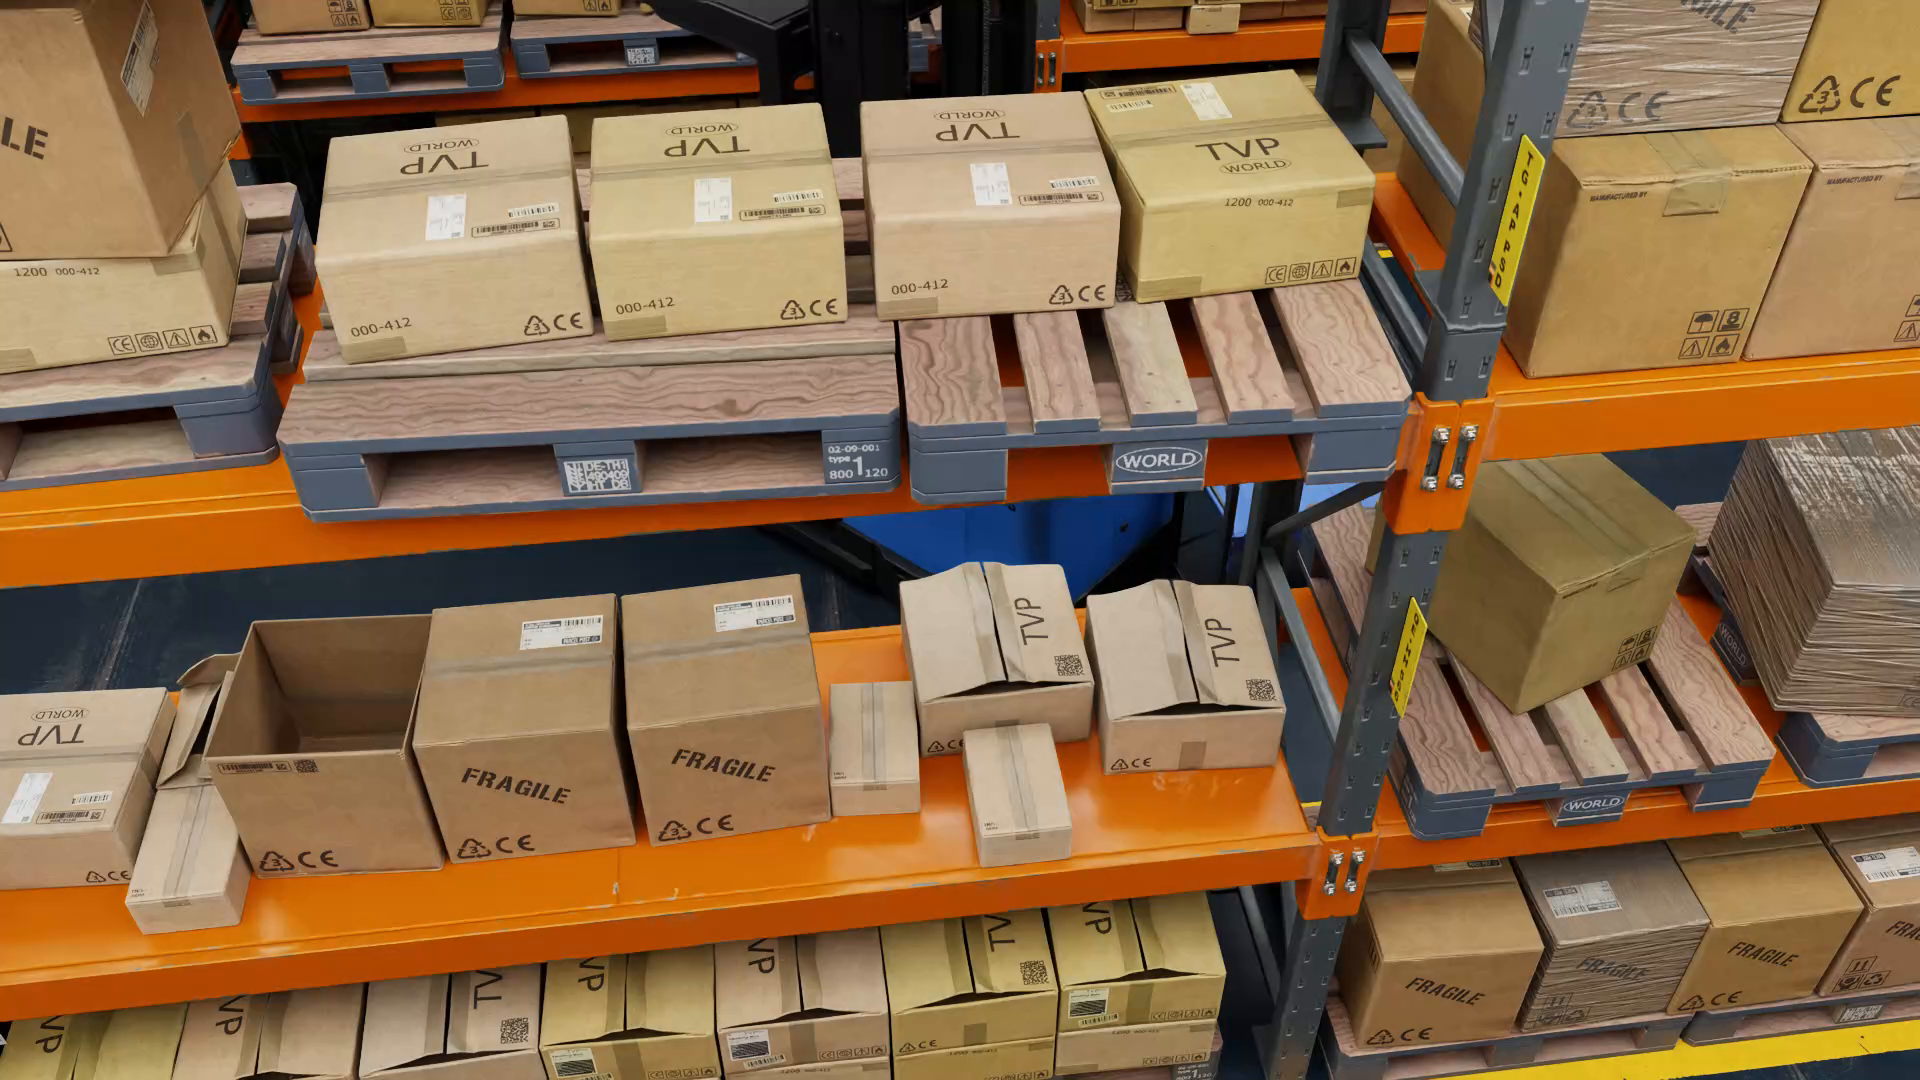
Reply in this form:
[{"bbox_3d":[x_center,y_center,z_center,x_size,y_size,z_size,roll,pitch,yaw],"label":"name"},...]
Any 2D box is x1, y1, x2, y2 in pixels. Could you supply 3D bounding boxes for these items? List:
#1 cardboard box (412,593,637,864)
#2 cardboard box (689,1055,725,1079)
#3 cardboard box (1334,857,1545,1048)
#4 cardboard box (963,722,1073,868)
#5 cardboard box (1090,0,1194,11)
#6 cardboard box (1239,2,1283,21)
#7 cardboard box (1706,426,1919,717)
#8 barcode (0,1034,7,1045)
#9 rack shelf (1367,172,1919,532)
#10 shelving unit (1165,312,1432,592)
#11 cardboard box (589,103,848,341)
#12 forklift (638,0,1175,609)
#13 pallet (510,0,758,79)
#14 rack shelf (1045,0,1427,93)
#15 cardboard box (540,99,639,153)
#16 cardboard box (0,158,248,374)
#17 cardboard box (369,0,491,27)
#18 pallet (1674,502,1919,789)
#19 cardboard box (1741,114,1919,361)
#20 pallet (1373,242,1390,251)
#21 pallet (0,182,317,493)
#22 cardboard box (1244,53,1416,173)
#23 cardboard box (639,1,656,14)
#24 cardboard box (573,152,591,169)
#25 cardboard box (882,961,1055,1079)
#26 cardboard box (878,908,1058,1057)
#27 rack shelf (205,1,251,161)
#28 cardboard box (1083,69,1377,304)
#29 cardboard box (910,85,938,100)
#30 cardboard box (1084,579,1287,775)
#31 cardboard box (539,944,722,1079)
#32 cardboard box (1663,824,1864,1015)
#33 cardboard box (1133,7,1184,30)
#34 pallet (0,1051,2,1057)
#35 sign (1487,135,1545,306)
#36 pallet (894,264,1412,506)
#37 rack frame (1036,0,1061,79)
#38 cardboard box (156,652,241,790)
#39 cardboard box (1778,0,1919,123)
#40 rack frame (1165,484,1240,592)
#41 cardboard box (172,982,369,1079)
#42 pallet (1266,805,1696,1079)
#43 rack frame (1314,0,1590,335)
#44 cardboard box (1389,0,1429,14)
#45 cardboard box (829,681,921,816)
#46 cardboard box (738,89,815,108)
[{"bbox_3d":[-1.172,0.516,4.579,0.500,0.500,0.500,-5,42,-5],"label":"cardboard box"},{"bbox_3d":[-0.998,1.559,5.237,0.500,0.250,0.500,-4,42,-5],"label":"cardboard box"},{"bbox_3d":[1.500,1.266,5.360,0.500,0.500,0.500,-3,42,-4],"label":"cardboard box"},{"bbox_3d":[0.155,0.706,4.631,0.250,0.149,0.380,-5,42,-6],"label":"cardboard box"},{"bbox_3d":[0.880,-2.966,8.202,0.500,0.500,0.500,-4,42,-4],"label":"cardboard box"},{"bbox_3d":[1.481,-2.814,8.518,0.250,0.149,0.380,-5,42,-6],"label":"cardboard box"},{"bbox_3d":[2.553,0.076,4.754,0.500,0.500,0.700,2,42,3],"label":"cardboard box"},{"bbox_3d":[-2.648,1.361,4.538,0.075,0.075,0.001,-5,42,-6],"label":"barcode"},{"bbox_3d":[2.994,-0.670,4.266,4.000,0.370,1.077,-5,42,-6],"label":"rack shelf"},{"bbox_3d":[1.471,-0.333,6.714,1.048,1.500,0.538,-11,43,-12],"label":"shelving unit"},{"bbox_3d":[-0.517,-0.687,3.546,0.500,0.250,0.500,-6,42,-6],"label":"cardboard box"},{"bbox_3d":[-0.515,-1.394,6.823,3.031,2.935,1.130,30,50,29],"label":"forklift"},{"bbox_3d":[-1.592,-2.669,8.327,1.213,0.211,1.003,-5,42,-6],"label":"pallet"},{"bbox_3d":[2.348,-2.845,8.917,4.000,0.370,1.077,-5,42,-6],"label":"rack shelf"},{"bbox_3d":[-1.922,-2.268,8.718,0.500,0.250,0.500,-6,42,-7],"label":"cardboard box"},{"bbox_3d":[-1.798,-0.613,3.464,0.500,0.250,0.500,-9,43,-10],"label":"cardboard box"},{"bbox_3d":[-2.537,-2.857,7.990,0.500,0.500,0.700,-1,42,-1],"label":"cardboard box"},{"bbox_3d":[2.939,0.250,5.092,1.213,0.211,1.003,-5,42,-6],"label":"pallet"},{"bbox_3d":[1.945,-0.905,3.915,0.500,0.500,0.910,-5,42,-6],"label":"cardboard box"},{"bbox_3d":[2.364,-2.026,9.553,1.213,0.211,1.003,-5,42,-6],"label":"pallet"},{"bbox_3d":[-2.082,-0.430,3.606,1.217,0.209,0.805,-7,42,-7],"label":"pallet"},{"bbox_3d":[1.981,-2.345,9.117,0.750,0.750,0.750,-5,42,-6],"label":"cardboard box"},{"bbox_3d":[-1.332,-2.969,8.114,0.500,0.500,0.700,-5,42,-6],"label":"cardboard box"},{"bbox_3d":[-1.856,-1.997,8.978,0.500,0.500,0.700,-5,42,-5],"label":"cardboard box"},{"bbox_3d":[0.011,1.471,5.335,0.500,0.250,0.500,-5,42,-6],"label":"cardboard box"},{"bbox_3d":[0.009,1.266,5.143,0.500,0.311,0.500,-6,42,-6],"label":"cardboard box"},{"bbox_3d":[-5.584,-2.151,8.147,4.000,0.370,1.077,-5,42,-6],"label":"rack shelf"},{"bbox_3d":[0.569,-0.787,3.657,0.500,0.250,0.500,-8,43,-9],"label":"cardboard box"},{"bbox_3d":[-0.342,-2.077,9.066,0.500,0.500,0.700,-4,42,-5],"label":"cardboard box"},{"bbox_3d":[0.645,0.386,4.864,0.500,0.311,0.500,-3,42,-3],"label":"cardboard box"},{"bbox_3d":[-0.989,1.350,5.049,0.500,0.311,0.500,-4,42,-4],"label":"cardboard box"},{"bbox_3d":[2.516,1.176,5.459,0.500,0.500,0.500,-6,42,-6],"label":"cardboard box"},{"bbox_3d":[0.973,-2.744,8.440,0.250,0.149,0.380,-4,42,-5],"label":"cardboard box"},{"bbox_3d":[-3.749,1.775,5.340,1.213,0.211,1.003,-5,42,-6],"label":"pallet"},{"bbox_3d":[1.075,-0.615,3.223,0.005,0.325,0.100,-5,42,-6],"label":"sign"},{"bbox_3d":[0.350,-0.575,3.764,1.003,0.211,1.213,-3,42,-4],"label":"pallet"},{"bbox_3d":[0.365,-2.939,8.484,0.127,3.000,1.000,-5,42,-6],"label":"rack frame"},{"bbox_3d":[-2.107,0.550,4.717,0.258,0.266,0.396,-6,42,-7],"label":"cardboard box"},{"bbox_3d":[1.950,-1.250,3.550,0.500,0.500,0.500,-5,42,-6],"label":"cardboard box"},{"bbox_3d":[0.982,-0.240,6.611,0.032,1.500,0.500,-11,43,-12],"label":"rack frame"},{"bbox_3d":[-2.016,1.444,4.945,0.500,0.311,0.500,-5,42,-6],"label":"cardboard box"},{"bbox_3d":[1.757,1.346,5.815,1.213,0.211,1.003,-5,42,-6],"label":"pallet"},{"bbox_3d":[1.011,-1.877,2.827,0.127,3.000,1.000,-5,42,-6],"label":"rack frame"},{"bbox_3d":[2.241,-2.868,8.578,0.250,0.149,0.380,-5,42,-5],"label":"cardboard box"},{"bbox_3d":[-0.246,0.592,4.757,0.250,0.149,0.380,-2,42,-2],"label":"cardboard box"},{"bbox_3d":[-0.915,-2.347,8.806,0.500,0.250,0.500,-4,42,-5],"label":"cardboard box"}]
